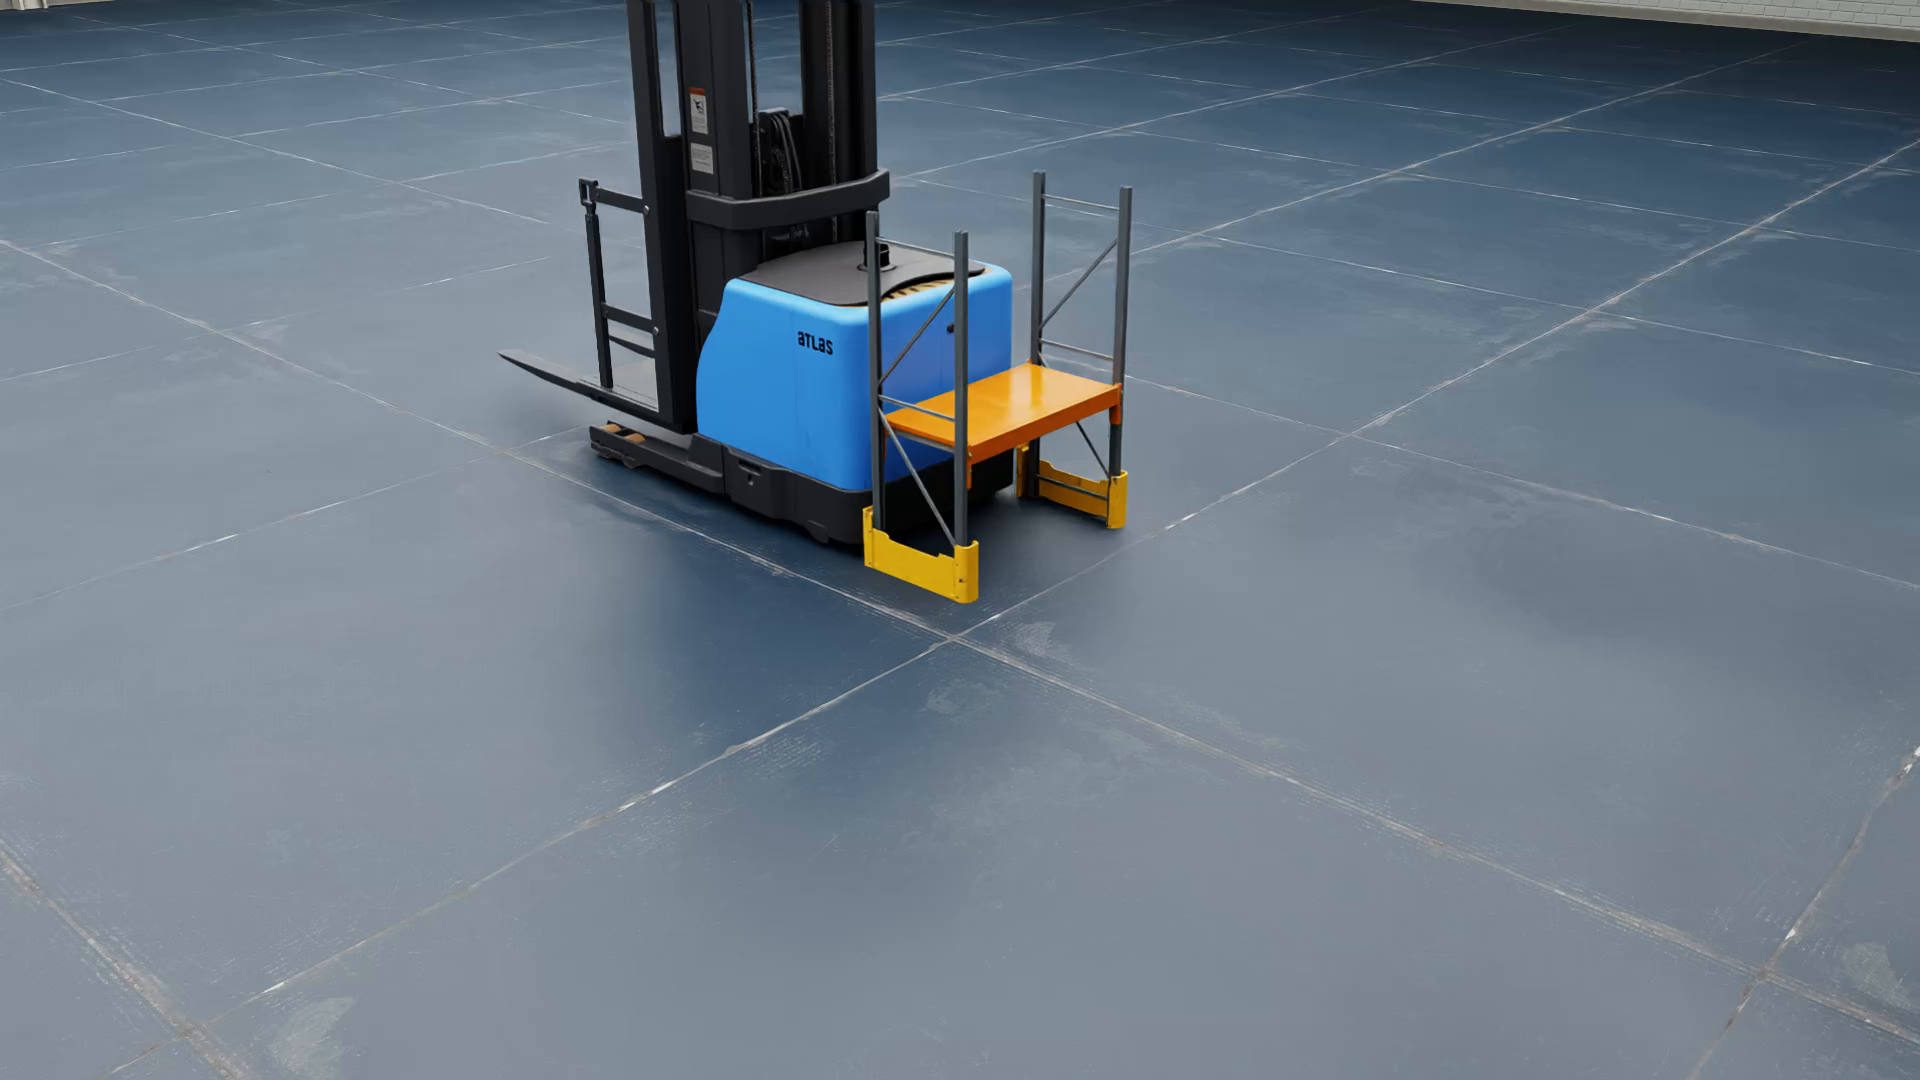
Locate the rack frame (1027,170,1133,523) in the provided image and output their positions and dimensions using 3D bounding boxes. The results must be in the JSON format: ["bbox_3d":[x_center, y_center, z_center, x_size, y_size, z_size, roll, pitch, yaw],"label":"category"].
[{"bbox_3d":[0.510,-0.824,7.255,0.500,1.500,0.032,20,31,37],"label":"rack frame"}]

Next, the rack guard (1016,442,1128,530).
[{"bbox_3d":[0.497,-0.248,7.497,0.587,0.250,0.087,20,31,37],"label":"rack guard"}]

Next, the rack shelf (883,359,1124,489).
[{"bbox_3d":[0.172,-0.505,6.982,0.538,0.185,1.000,20,31,37],"label":"rack shelf"}]

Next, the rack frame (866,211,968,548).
[{"bbox_3d":[-0.166,-0.513,6.562,0.500,1.500,0.032,20,31,37],"label":"rack frame"}]

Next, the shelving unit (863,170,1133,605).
[{"bbox_3d":[0.166,-0.666,6.902,0.587,1.500,1.083,20,31,37],"label":"shelving unit"}]

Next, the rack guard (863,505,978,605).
[{"bbox_3d":[-0.165,0.056,6.819,0.587,0.250,0.087,20,31,37],"label":"rack guard"}]

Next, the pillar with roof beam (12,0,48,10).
[{"bbox_3d":[-10.928,-11.017,20.822,9.100,9.000,0.400,20,31,38],"label":"pillar with roof beam"}]

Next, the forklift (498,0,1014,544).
[{"bbox_3d":[-1.167,-1.818,7.722,3.031,2.935,1.130,21,32,39],"label":"forklift"}]
